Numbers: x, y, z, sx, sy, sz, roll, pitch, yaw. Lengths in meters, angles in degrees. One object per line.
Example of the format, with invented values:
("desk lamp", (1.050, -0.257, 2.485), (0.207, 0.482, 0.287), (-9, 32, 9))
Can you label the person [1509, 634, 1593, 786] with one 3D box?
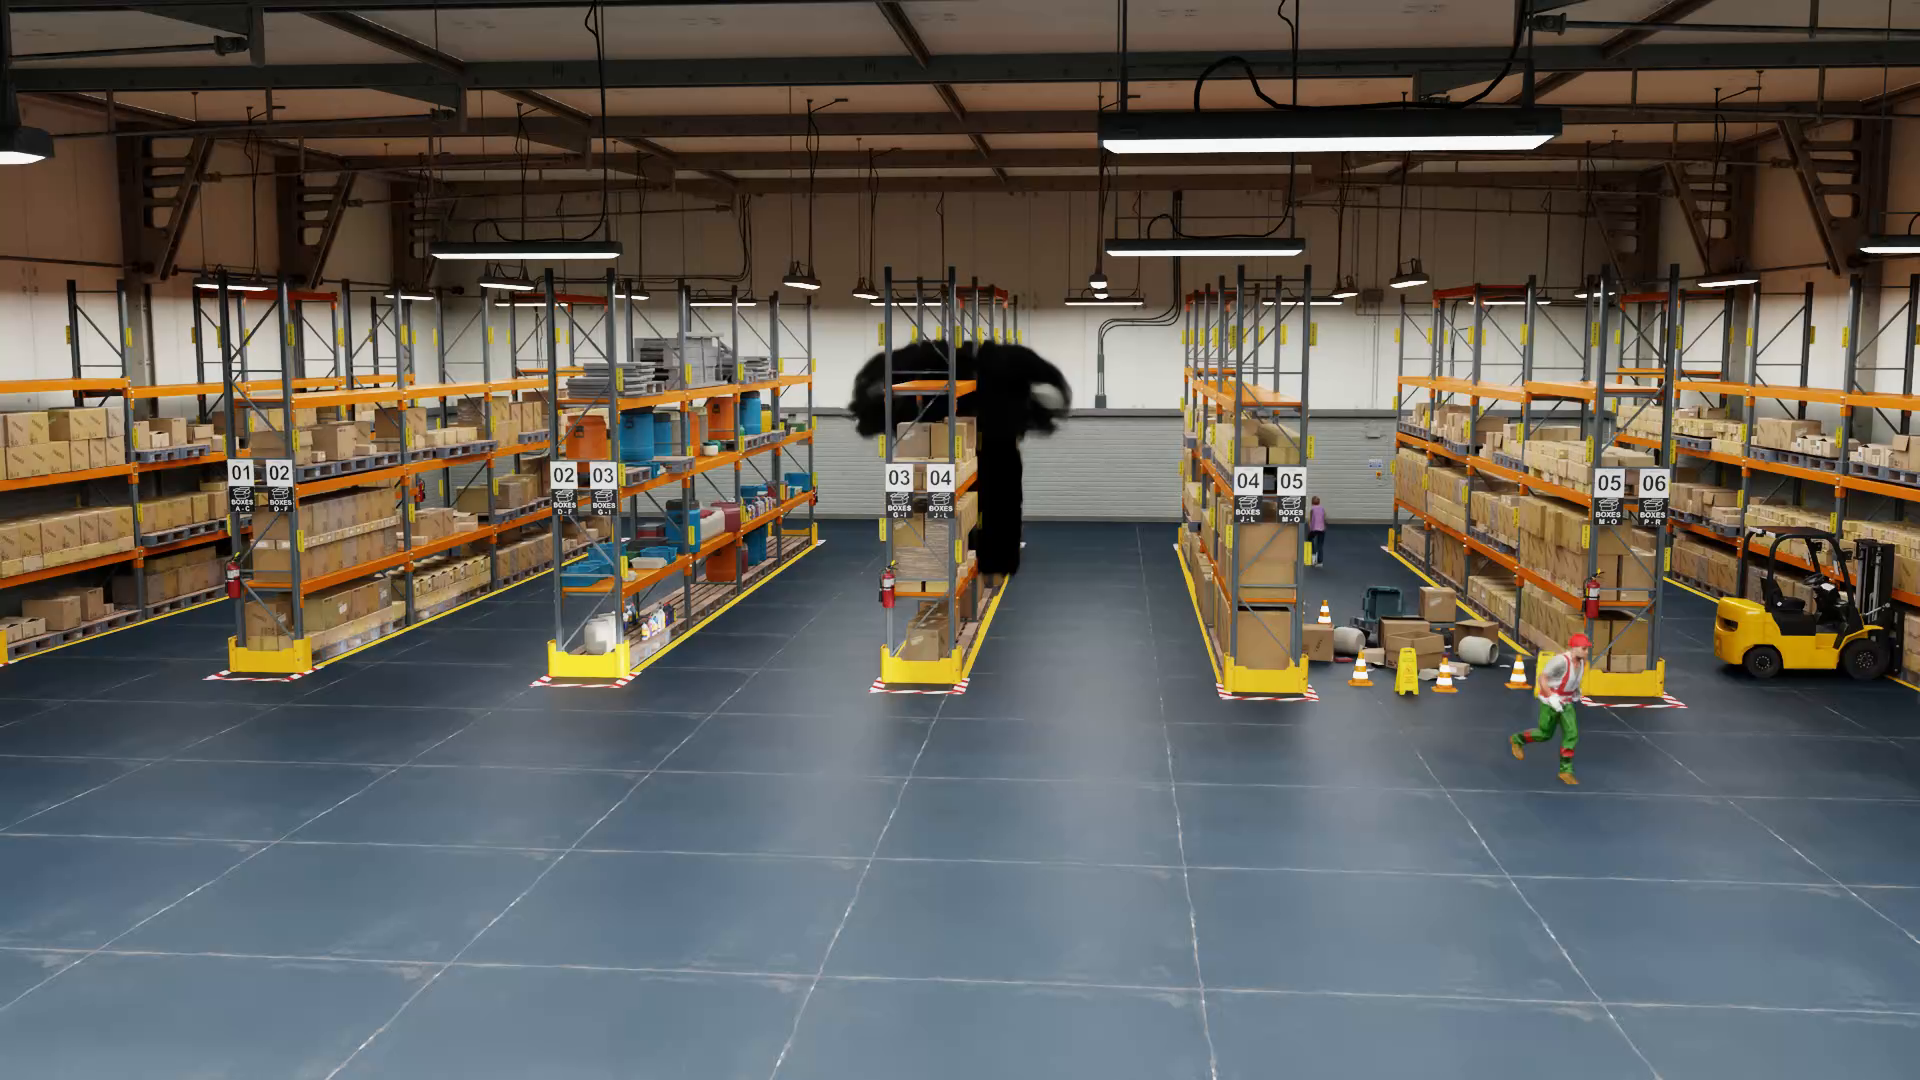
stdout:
("person", (6.746, 1.874, 18.992), (0.677, 1.729, 1.021), (-5, 9, -37))

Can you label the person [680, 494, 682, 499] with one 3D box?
("person", (-5.881, -0.168, 35.584), (0.560, 1.688, 0.904), (0, 7, -3))

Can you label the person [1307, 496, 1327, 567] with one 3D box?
("person", (7.775, -0.190, 36.283), (0.522, 1.521, 0.825), (0, 7, -3))
